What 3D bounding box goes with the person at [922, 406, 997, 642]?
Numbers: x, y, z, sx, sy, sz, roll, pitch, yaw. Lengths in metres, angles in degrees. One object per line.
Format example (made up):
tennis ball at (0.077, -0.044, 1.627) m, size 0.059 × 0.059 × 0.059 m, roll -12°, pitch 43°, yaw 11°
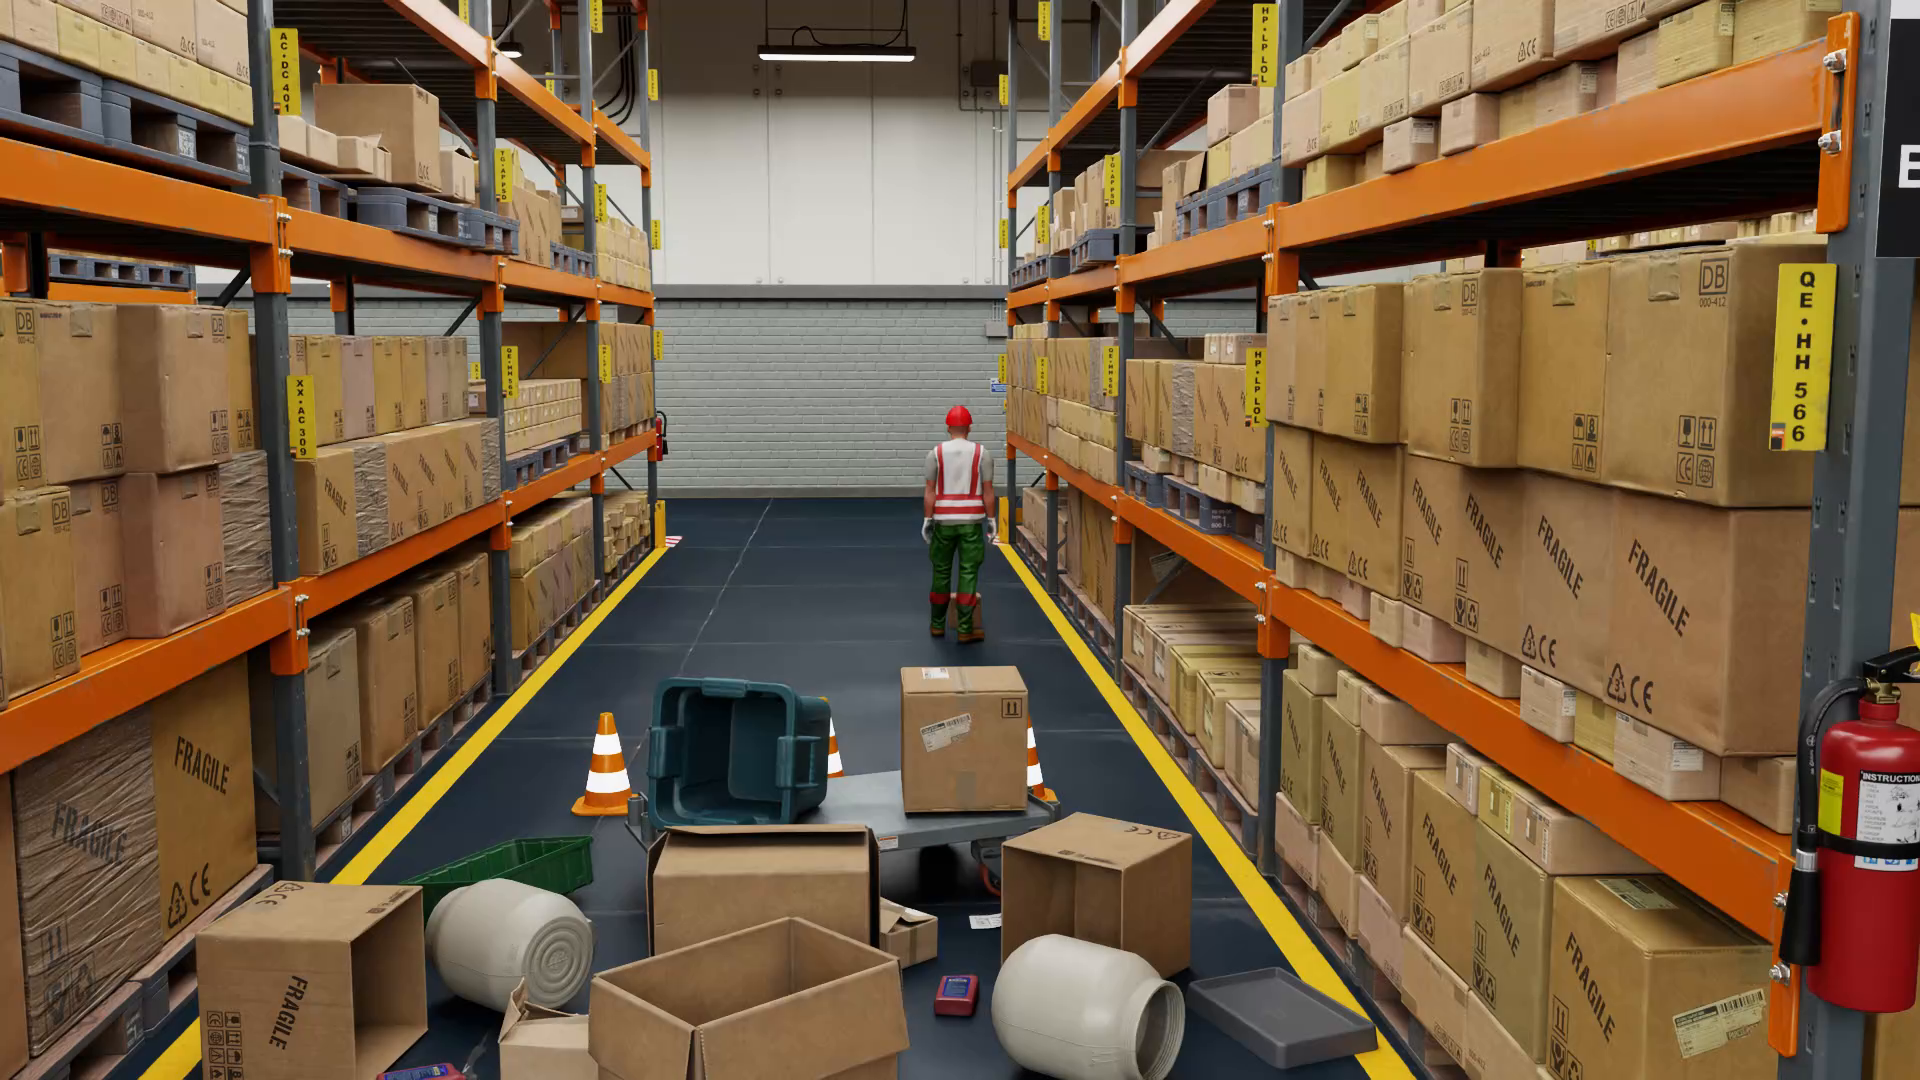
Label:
person at (0.006, -0.141, 12.768) m, size 0.562 × 1.782 × 0.630 m, roll 1°, pitch 7°, yaw 7°
